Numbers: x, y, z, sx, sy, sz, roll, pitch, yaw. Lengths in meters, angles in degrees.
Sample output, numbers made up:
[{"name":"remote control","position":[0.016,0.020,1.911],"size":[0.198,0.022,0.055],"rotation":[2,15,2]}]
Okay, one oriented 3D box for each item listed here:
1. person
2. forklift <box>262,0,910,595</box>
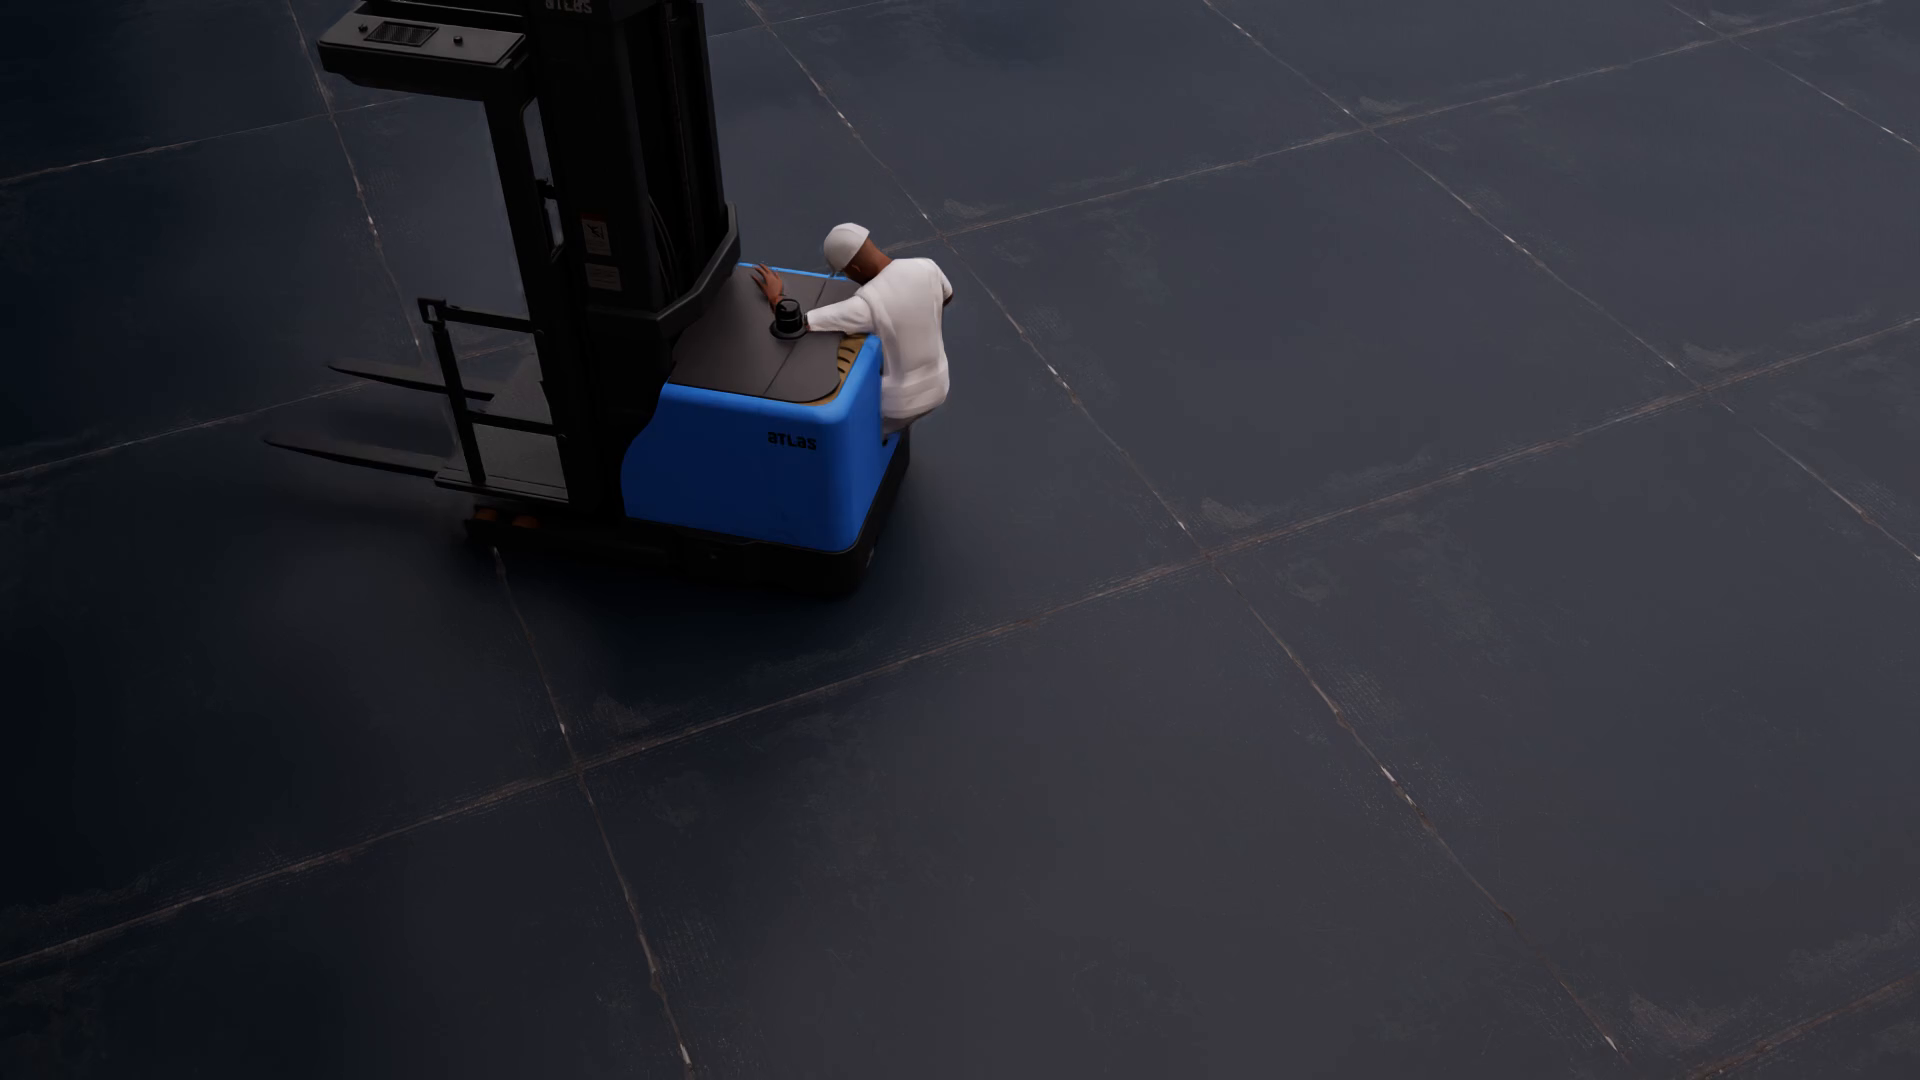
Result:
[{"name":"person","position":[-0.448,-0.862,7.714],"size":[1.023,1.442,1.116],"rotation":[-29,50,-28]},{"name":"forklift","position":[-1.820,-1.364,7.142],"size":[3.031,2.935,1.130],"rotation":[10,44,10]}]
